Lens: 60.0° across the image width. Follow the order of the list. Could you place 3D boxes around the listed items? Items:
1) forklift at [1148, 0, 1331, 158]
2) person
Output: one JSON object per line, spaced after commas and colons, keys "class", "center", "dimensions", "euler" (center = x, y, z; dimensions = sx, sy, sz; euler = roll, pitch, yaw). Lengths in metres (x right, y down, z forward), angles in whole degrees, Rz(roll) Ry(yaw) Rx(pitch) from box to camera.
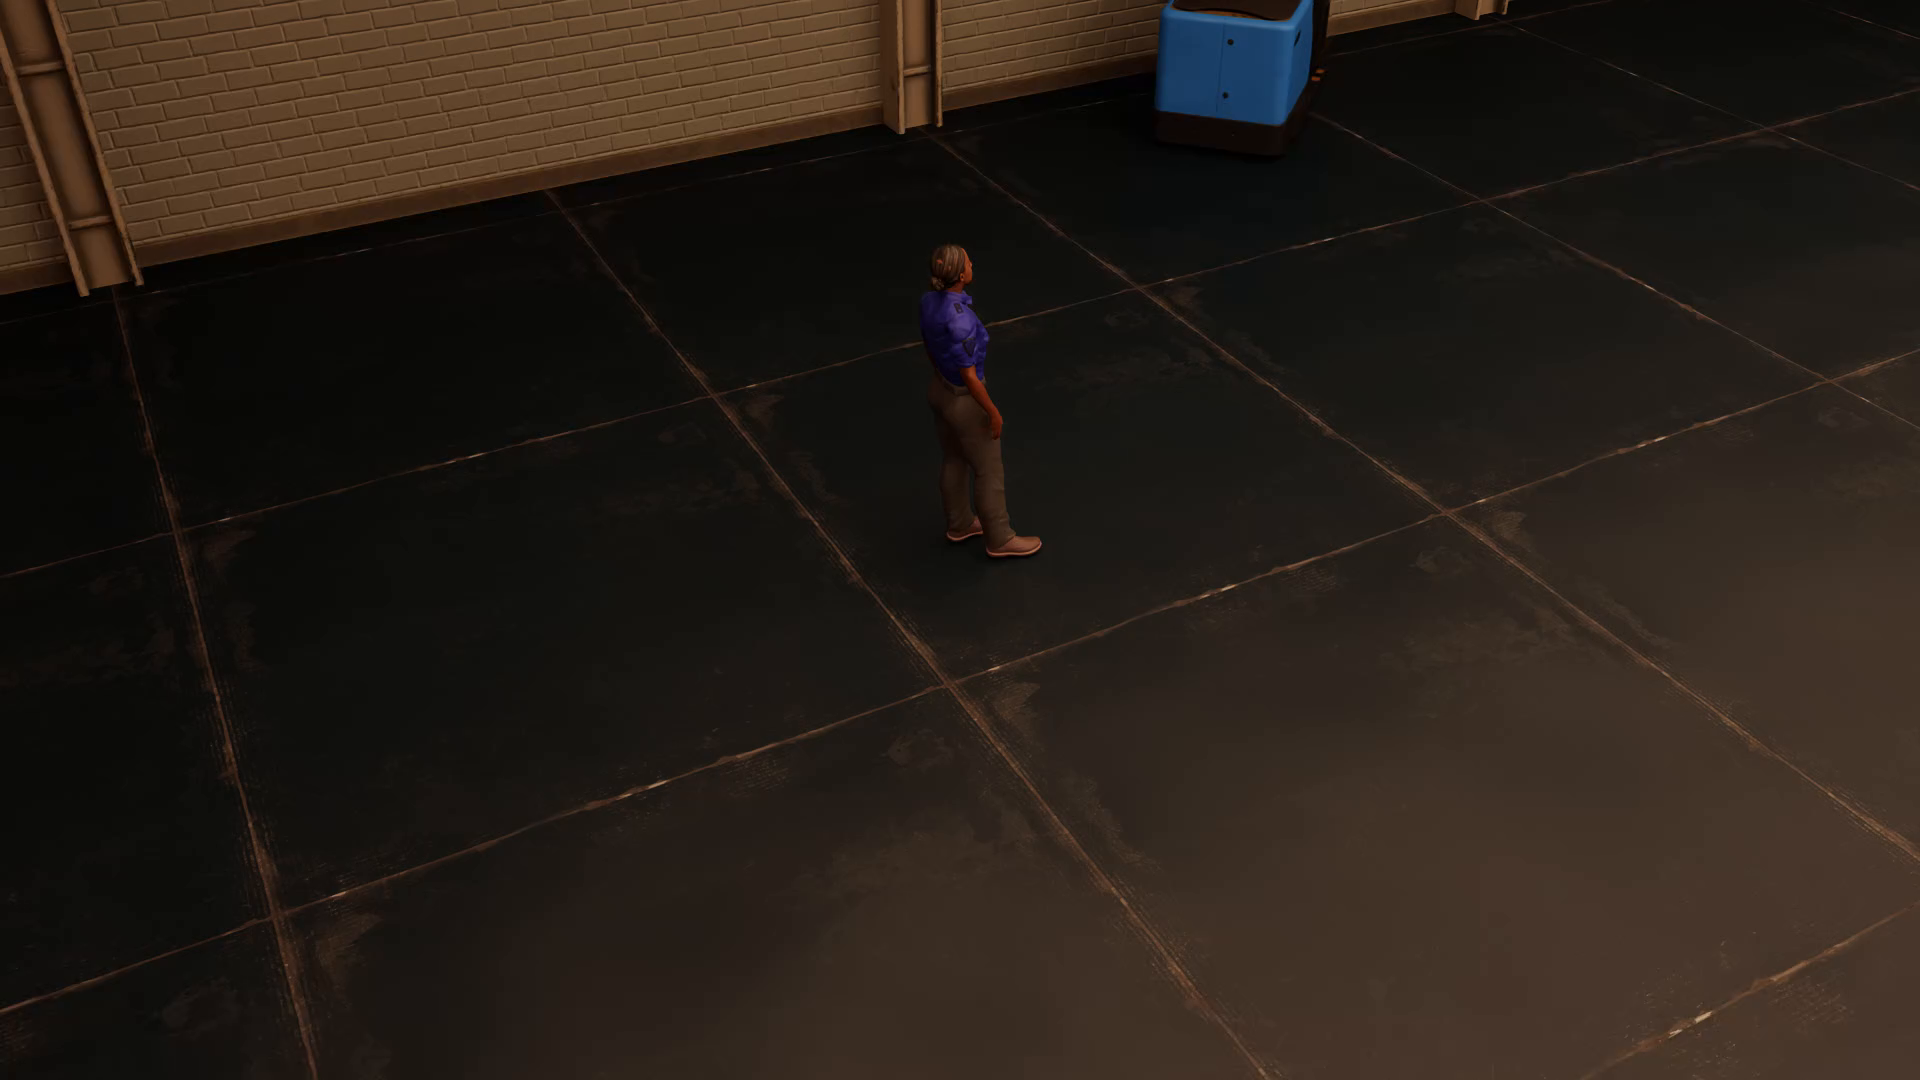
{"class": "forklift", "center": [2.448, -4.945, 13.119], "dimensions": [1.130, 2.935, 3.031], "euler": [12, 37, 16]}
{"class": "person", "center": [0.087, -0.695, 8.200], "dimensions": [0.504, 1.654, 0.569], "euler": [-17, 39, -23]}
